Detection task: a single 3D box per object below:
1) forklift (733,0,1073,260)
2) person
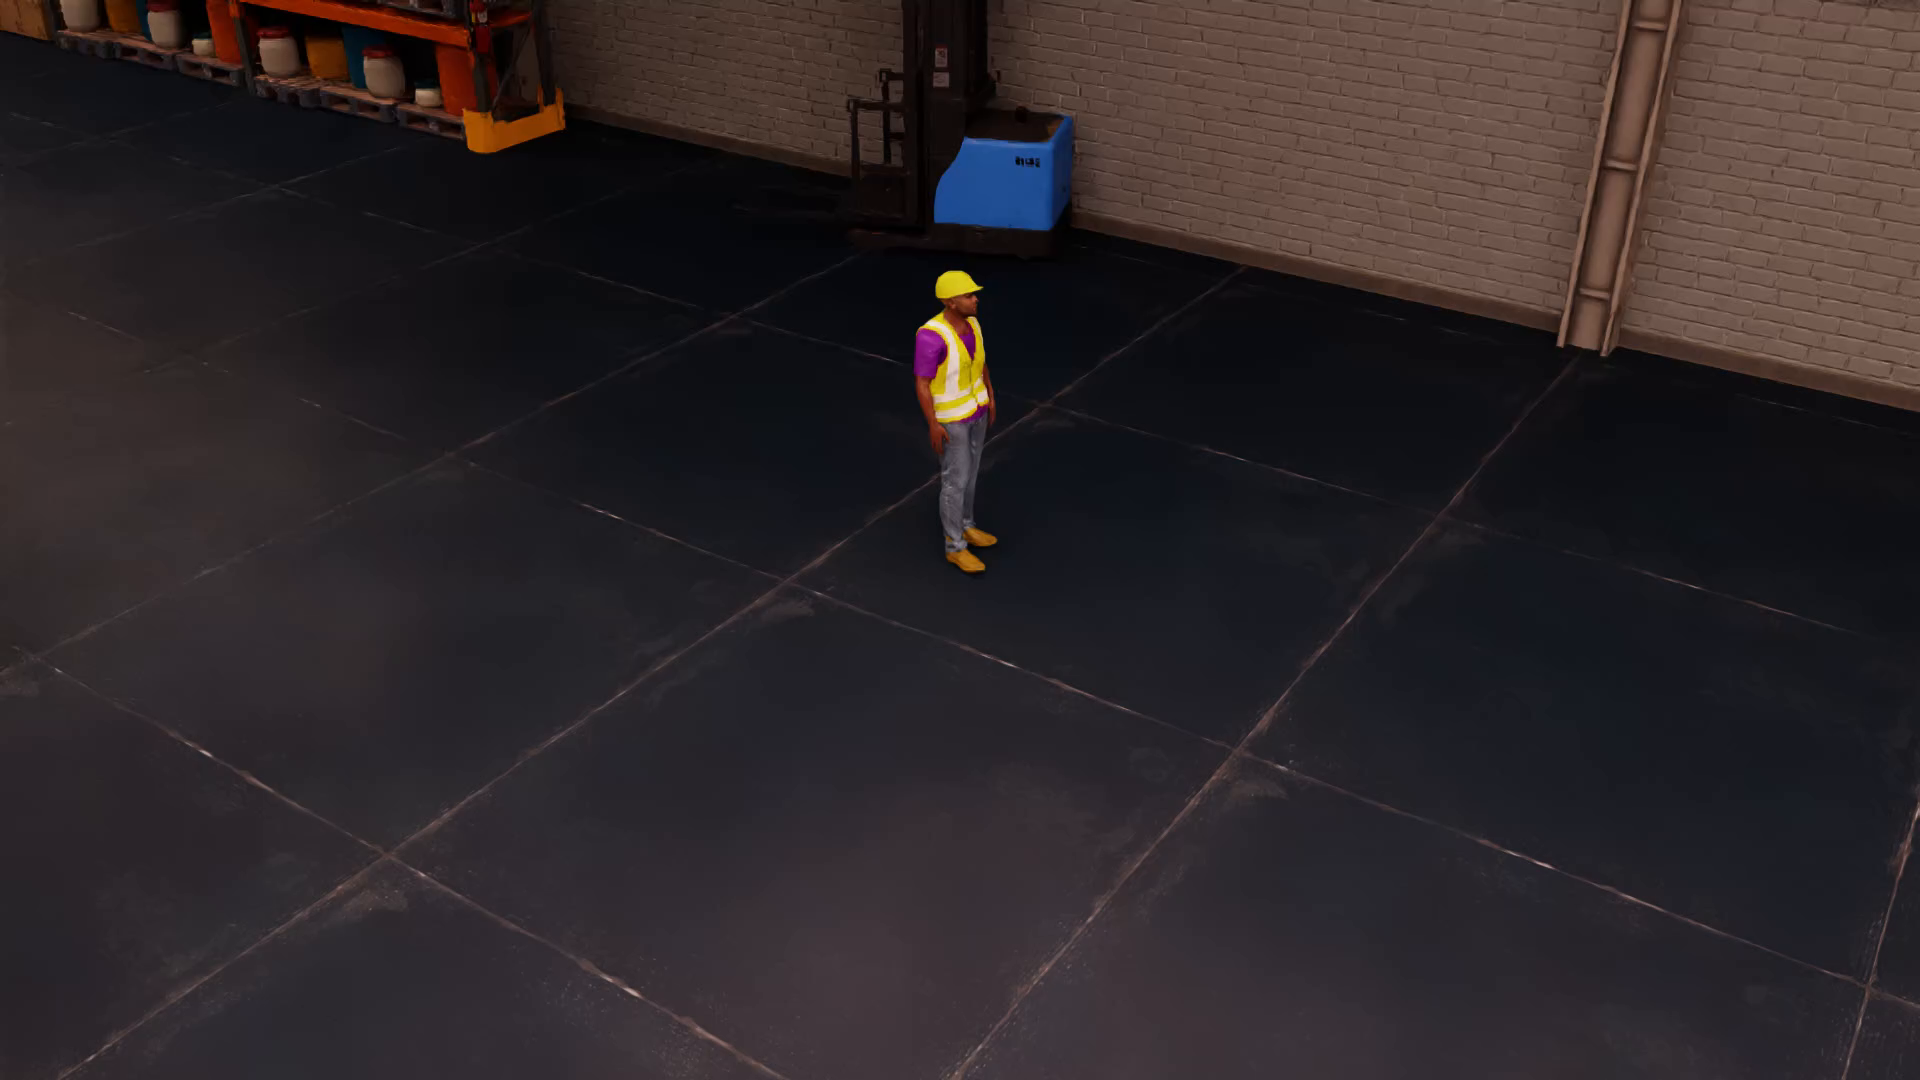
[{"bbox_3d":[-0.545,-4.126,14.686,3.031,2.935,1.130,7,31,12],"label":"forklift"},{"bbox_3d":[0.055,-0.748,10.015,0.576,1.766,0.665,19,35,29],"label":"person"}]
